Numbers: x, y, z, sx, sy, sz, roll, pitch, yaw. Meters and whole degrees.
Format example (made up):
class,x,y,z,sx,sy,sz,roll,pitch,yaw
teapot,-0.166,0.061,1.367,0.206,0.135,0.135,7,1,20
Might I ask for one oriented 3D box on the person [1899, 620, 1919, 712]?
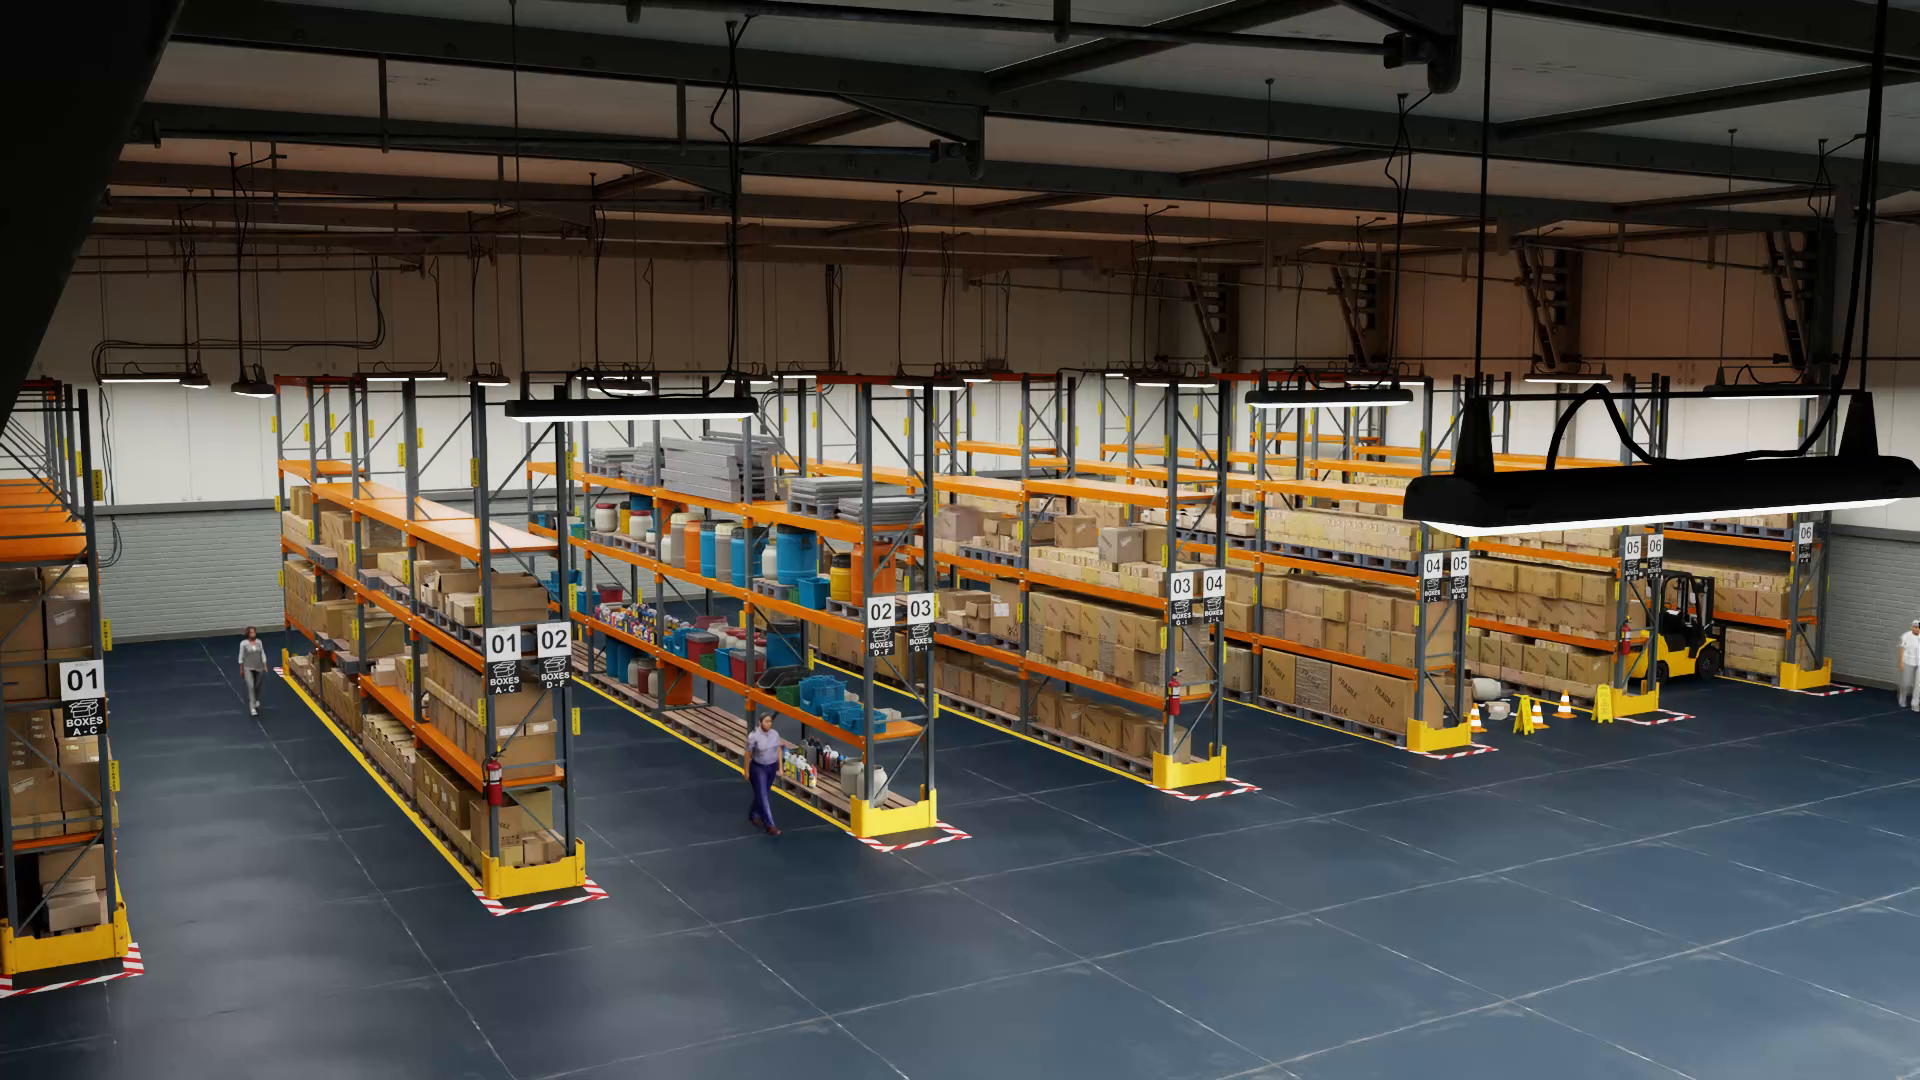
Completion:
class,x,y,z,sx,sy,sz,roll,pitch,yaw
person,17.135,2.232,29.825,0.471,1.651,0.552,2,7,18

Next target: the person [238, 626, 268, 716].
class,x,y,z,sx,sy,sz,roll,pitch,yaw
person,-12.607,2.299,29.653,0.454,1.540,0.972,-4,7,-31

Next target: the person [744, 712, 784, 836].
class,x,y,z,sx,sy,sz,roll,pitch,yaw
person,-2.577,3.090,22.207,0.974,1.593,0.526,6,9,44
